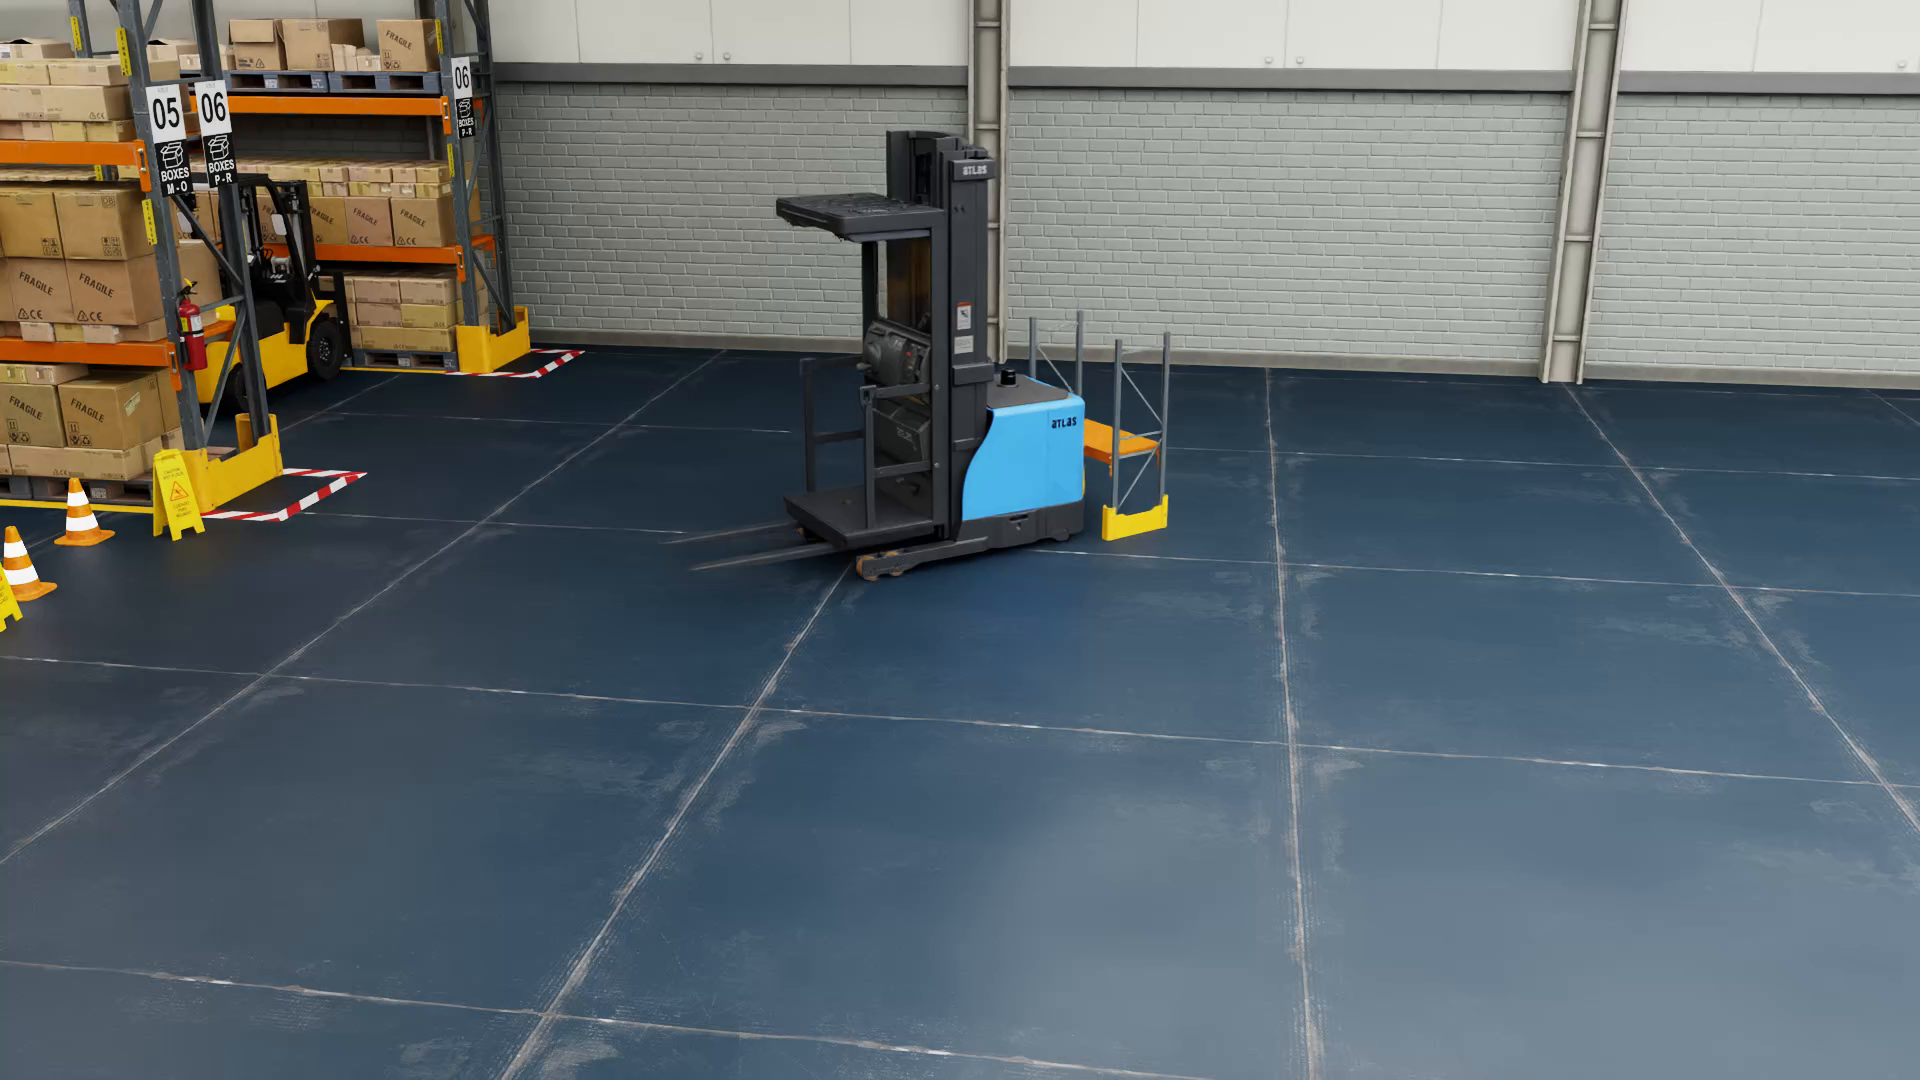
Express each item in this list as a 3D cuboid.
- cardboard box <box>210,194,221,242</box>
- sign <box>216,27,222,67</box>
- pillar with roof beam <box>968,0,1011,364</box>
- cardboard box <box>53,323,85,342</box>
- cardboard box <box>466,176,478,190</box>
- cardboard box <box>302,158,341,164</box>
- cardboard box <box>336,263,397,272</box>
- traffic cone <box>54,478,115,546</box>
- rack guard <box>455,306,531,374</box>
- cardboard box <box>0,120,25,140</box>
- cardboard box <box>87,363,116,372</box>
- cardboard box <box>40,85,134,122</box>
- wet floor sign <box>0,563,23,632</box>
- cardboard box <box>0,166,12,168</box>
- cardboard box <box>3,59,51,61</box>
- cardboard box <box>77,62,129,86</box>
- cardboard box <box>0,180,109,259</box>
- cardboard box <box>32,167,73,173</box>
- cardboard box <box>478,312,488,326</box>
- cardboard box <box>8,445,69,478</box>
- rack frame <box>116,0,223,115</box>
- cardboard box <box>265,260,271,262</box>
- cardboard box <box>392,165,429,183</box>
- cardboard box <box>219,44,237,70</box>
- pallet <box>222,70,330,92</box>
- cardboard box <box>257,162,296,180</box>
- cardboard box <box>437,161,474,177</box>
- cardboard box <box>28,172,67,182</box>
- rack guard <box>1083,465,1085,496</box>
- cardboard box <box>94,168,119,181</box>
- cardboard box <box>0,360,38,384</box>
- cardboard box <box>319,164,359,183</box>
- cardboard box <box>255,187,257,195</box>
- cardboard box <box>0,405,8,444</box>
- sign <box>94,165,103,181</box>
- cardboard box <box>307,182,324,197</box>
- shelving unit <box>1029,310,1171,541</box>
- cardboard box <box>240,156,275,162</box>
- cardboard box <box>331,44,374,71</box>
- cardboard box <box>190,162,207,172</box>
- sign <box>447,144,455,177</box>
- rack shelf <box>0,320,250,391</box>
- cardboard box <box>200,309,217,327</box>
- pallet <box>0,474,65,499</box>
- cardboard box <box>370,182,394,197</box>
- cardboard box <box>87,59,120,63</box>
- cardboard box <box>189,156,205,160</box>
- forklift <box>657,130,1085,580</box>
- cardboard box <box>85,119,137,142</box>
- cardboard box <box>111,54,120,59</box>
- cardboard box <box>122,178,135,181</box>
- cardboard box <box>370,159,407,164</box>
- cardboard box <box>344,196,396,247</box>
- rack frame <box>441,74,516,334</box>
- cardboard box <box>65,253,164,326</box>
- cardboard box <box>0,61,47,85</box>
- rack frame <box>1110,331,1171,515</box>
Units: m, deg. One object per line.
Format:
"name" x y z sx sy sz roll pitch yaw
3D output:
"cardboard box" -7.613 -3.469 17.785 0.500 0.500 0.500 3 19 8
"sign" -5.775 -3.822 12.893 0.005 0.325 0.100 3 19 9
"pillar with roof beam" -0.381 -4.882 12.712 0.400 9.000 9.100 3 19 9
"cardboard box" -6.782 -1.645 12.889 0.250 0.149 0.380 3 19 8
"cardboard box" -5.371 -3.824 17.823 0.250 0.149 0.380 2 19 7
"cardboard box" -6.898 -4.037 17.992 0.250 0.149 0.380 3 19 9
"cardboard box" -6.508 -2.876 18.266 0.500 0.250 0.500 3 19 8
"traffic cone" -6.490 -0.229 12.259 0.334 0.463 0.336 3 19 9
"rack guard" -5.054 -2.184 18.041 0.348 0.500 1.175 3 19 9
"cardboard box" -7.005 -3.109 12.535 0.250 0.149 0.380 3 19 9
"cardboard box" -7.154 -1.219 13.709 0.500 0.500 0.500 2 19 7
"cardboard box" -6.409 -3.249 12.325 0.500 0.250 0.500 3 19 8
"wet floor sign" -6.204 0.239 10.573 0.232 0.644 0.267 0 19 -1
"cardboard box" -10.838 -4.103 18.658 0.250 0.149 0.380 3 19 9
"cardboard box" -7.164 -3.636 12.855 0.250 0.149 0.380 3 19 8
"cardboard box" -6.242 -3.421 12.212 0.250 0.149 0.380 3 19 9
"cardboard box" -6.899 -2.463 12.734 0.500 0.500 0.700 3 19 9
"cardboard box" -10.099 -4.061 18.532 0.250 0.149 0.380 3 19 8
"cardboard box" -5.531 -2.351 18.275 0.500 0.250 0.500 3 19 9
"cardboard box" -7.212 -0.695 13.325 0.500 0.250 0.500 3 19 9
"rack frame" -5.861 -4.660 12.048 0.127 3.000 1.000 3 19 9
"cardboard box" -8.008 -2.956 18.506 0.500 0.250 0.500 3 19 8
"cardboard box" -5.713 -3.821 17.347 0.250 0.149 0.380 3 19 9
"cardboard box" -7.610 -5.007 17.205 0.258 0.266 0.396 2 19 7
"pallet" -6.980 -4.855 17.498 1.213 0.211 1.003 3 19 9
"cardboard box" -7.226 -3.912 17.618 0.250 0.149 0.380 3 19 9
"cardboard box" -5.375 -3.950 17.733 0.250 0.149 0.380 3 19 8
"cardboard box" -9.890 -3.910 18.083 0.250 0.149 0.380 3 19 9
"rack guard" 0.745 -0.436 13.211 0.587 0.250 0.087 -12 22 -33
"cardboard box" -9.340 -4.011 18.385 0.250 0.149 0.380 2 19 7
"cardboard box" -7.314 -1.343 13.057 0.250 0.149 0.380 3 19 10
"cardboard box" -6.485 -3.840 17.403 0.250 0.149 0.380 3 19 10
"cardboard box" -7.495 -3.755 17.617 0.250 0.149 0.380 2 19 7
"cardboard box" -7.707 -1.077 13.285 0.500 0.500 0.500 2 19 7
"sign" -9.103 -3.913 17.569 0.005 0.325 0.100 3 19 9
"cardboard box" -6.735 -3.712 17.489 0.250 0.149 0.380 3 19 9
"shelving unit" -7.104 -1.309 13.379 13.019 1.800 11.704 -12 22 -33
"cardboard box" -7.649 -4.099 18.178 0.250 0.149 0.380 3 19 8
"cardboard box" -6.194 -4.935 16.990 0.258 0.266 0.396 3 19 9
"cardboard box" -7.996 -3.919 17.639 0.250 0.149 0.380 3 19 10
"sign" -5.177 -3.862 16.921 0.005 0.325 0.100 3 19 9
"rack shelf" -7.836 -1.574 13.415 4.000 0.370 1.077 3 19 9
"cardboard box" -6.164 -1.778 13.285 0.250 0.149 0.380 3 19 9
"pallet" -7.934 -0.610 13.795 1.213 0.211 1.003 3 19 9
"cardboard box" -5.968 -3.691 17.426 0.250 0.149 0.380 3 19 10
"cardboard box" -6.431 -3.586 12.705 0.250 0.149 0.380 3 19 8
"cardboard box" -8.423 -4.121 18.242 0.250 0.149 0.380 2 19 7
"forklift" -0.623 -1.304 11.581 3.031 2.935 1.130 -10 21 -27
"cardboard box" -6.258 -3.049 12.356 0.250 0.149 0.380 3 19 9
"cardboard box" -8.632 -5.004 17.379 0.250 0.149 0.380 3 19 10
"cardboard box" -8.754 -3.828 17.837 0.250 0.149 0.380 3 19 8
"cardboard box" -6.133 -4.000 17.881 0.250 0.149 0.380 3 19 9
"cardboard box" -6.116 -3.389 17.547 0.500 0.500 0.500 4 19 10
"rack frame" -5.078 -3.370 17.648 0.127 3.000 1.000 3 19 9
"cardboard box" -6.441 -1.944 12.761 0.500 0.500 0.500 3 19 8
"cardboard box" -6.988 -3.482 12.394 0.250 0.149 0.380 3 19 9
"rack frame" -7.125 -1.306 13.370 12.976 1.800 11.696 -12 22 -33
